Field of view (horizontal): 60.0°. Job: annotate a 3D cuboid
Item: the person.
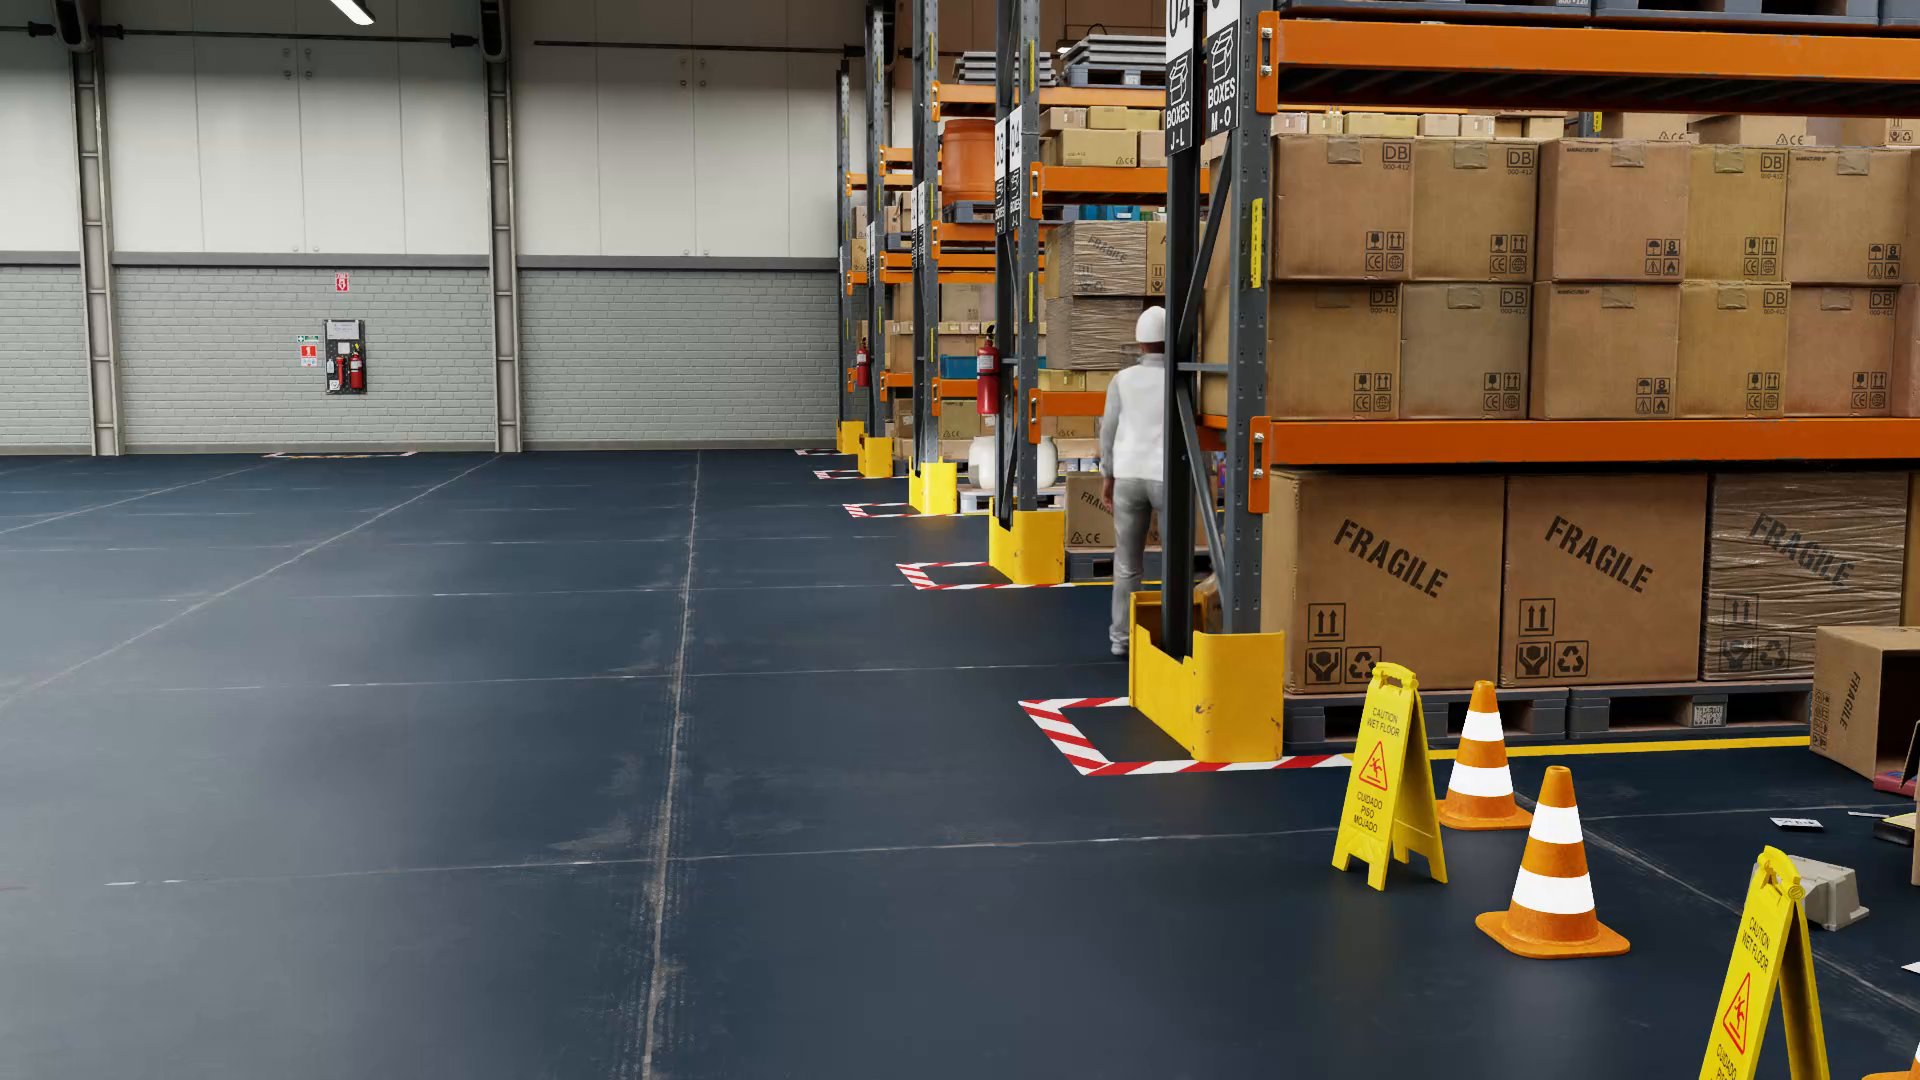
[{"bbox_3d":[1.011,-0.287,8.452,0.612,1.782,0.388,2,7,21],"label":"person"}]
